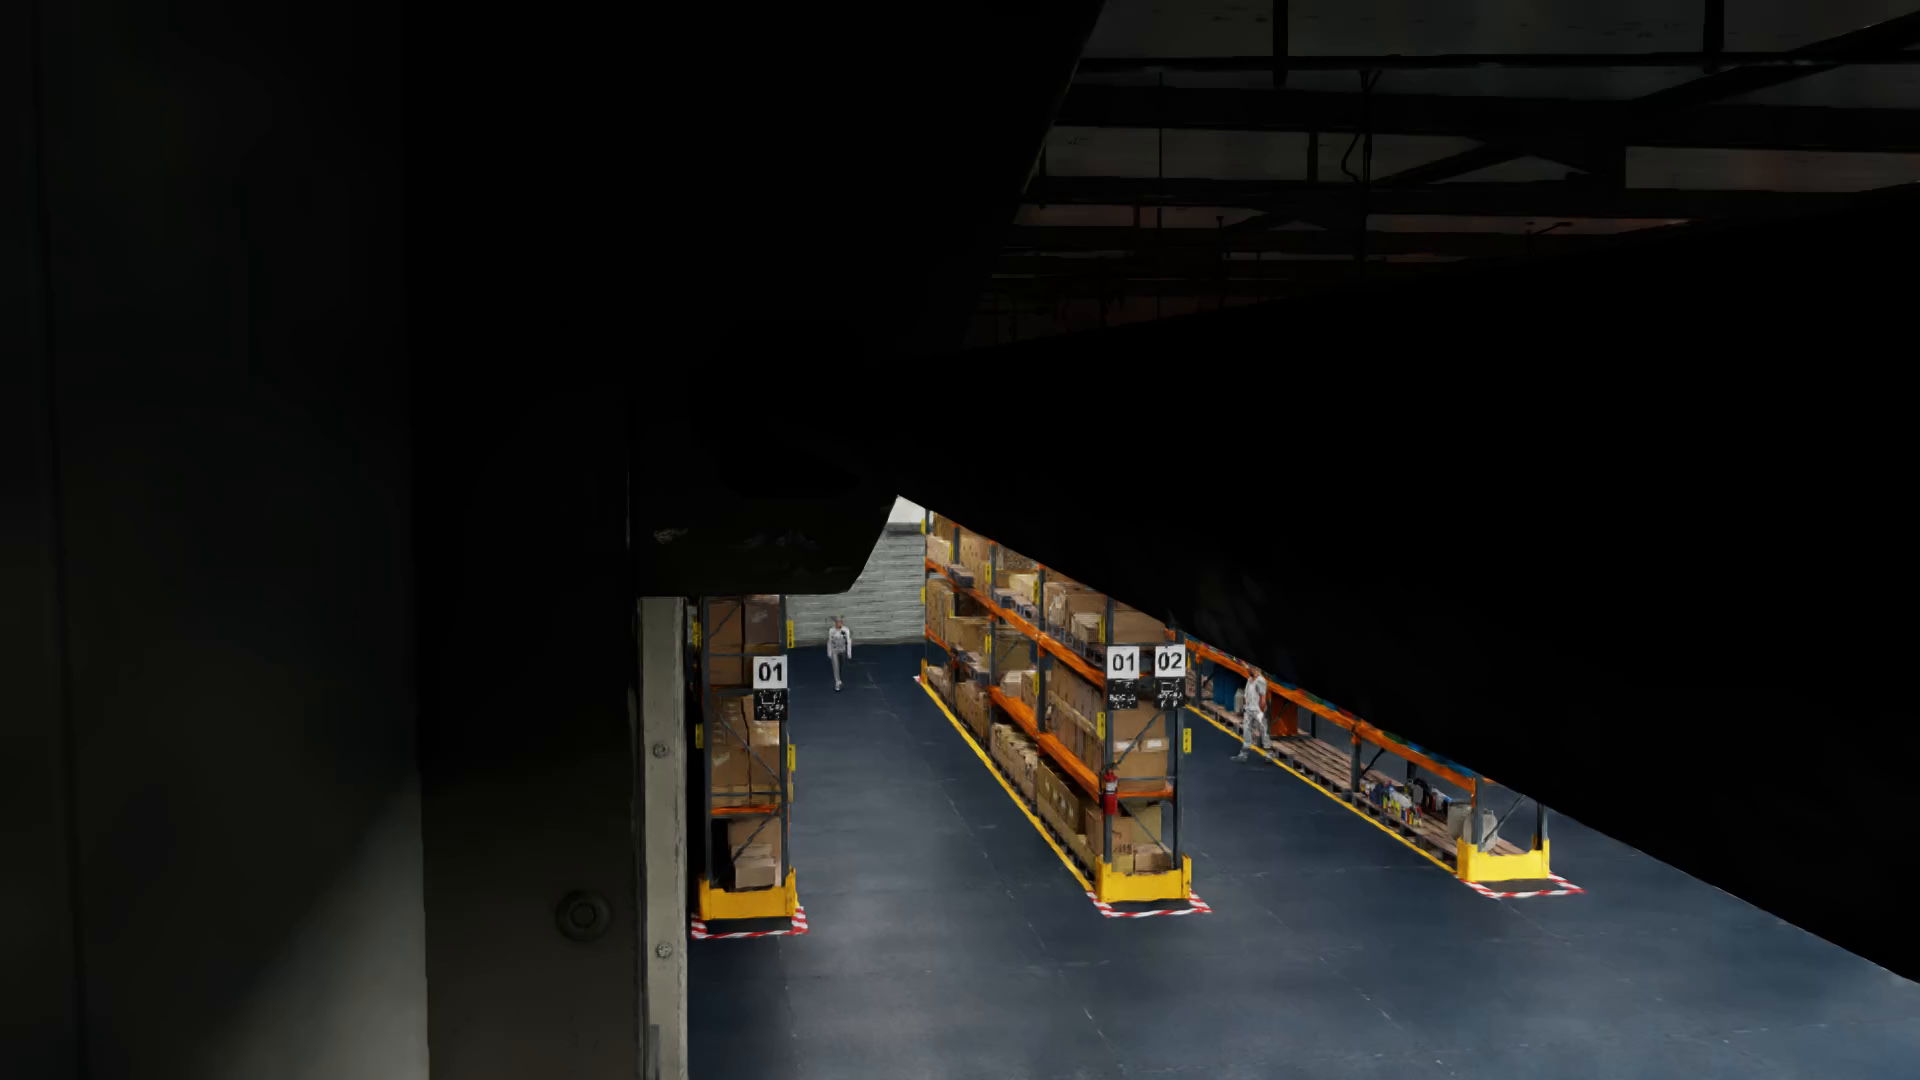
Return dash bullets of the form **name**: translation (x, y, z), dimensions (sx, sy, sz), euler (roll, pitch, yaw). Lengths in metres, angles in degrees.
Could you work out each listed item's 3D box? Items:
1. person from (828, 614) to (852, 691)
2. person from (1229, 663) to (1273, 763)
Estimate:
- **person**: translation (-2.574, 2.375, 35.665), dimensions (0.500, 1.625, 0.997), euler (-1, 5, -10)
- **person**: translation (5.000, 2.932, 28.542), dimensions (0.662, 1.785, 0.787), euler (-2, 5, -21)
